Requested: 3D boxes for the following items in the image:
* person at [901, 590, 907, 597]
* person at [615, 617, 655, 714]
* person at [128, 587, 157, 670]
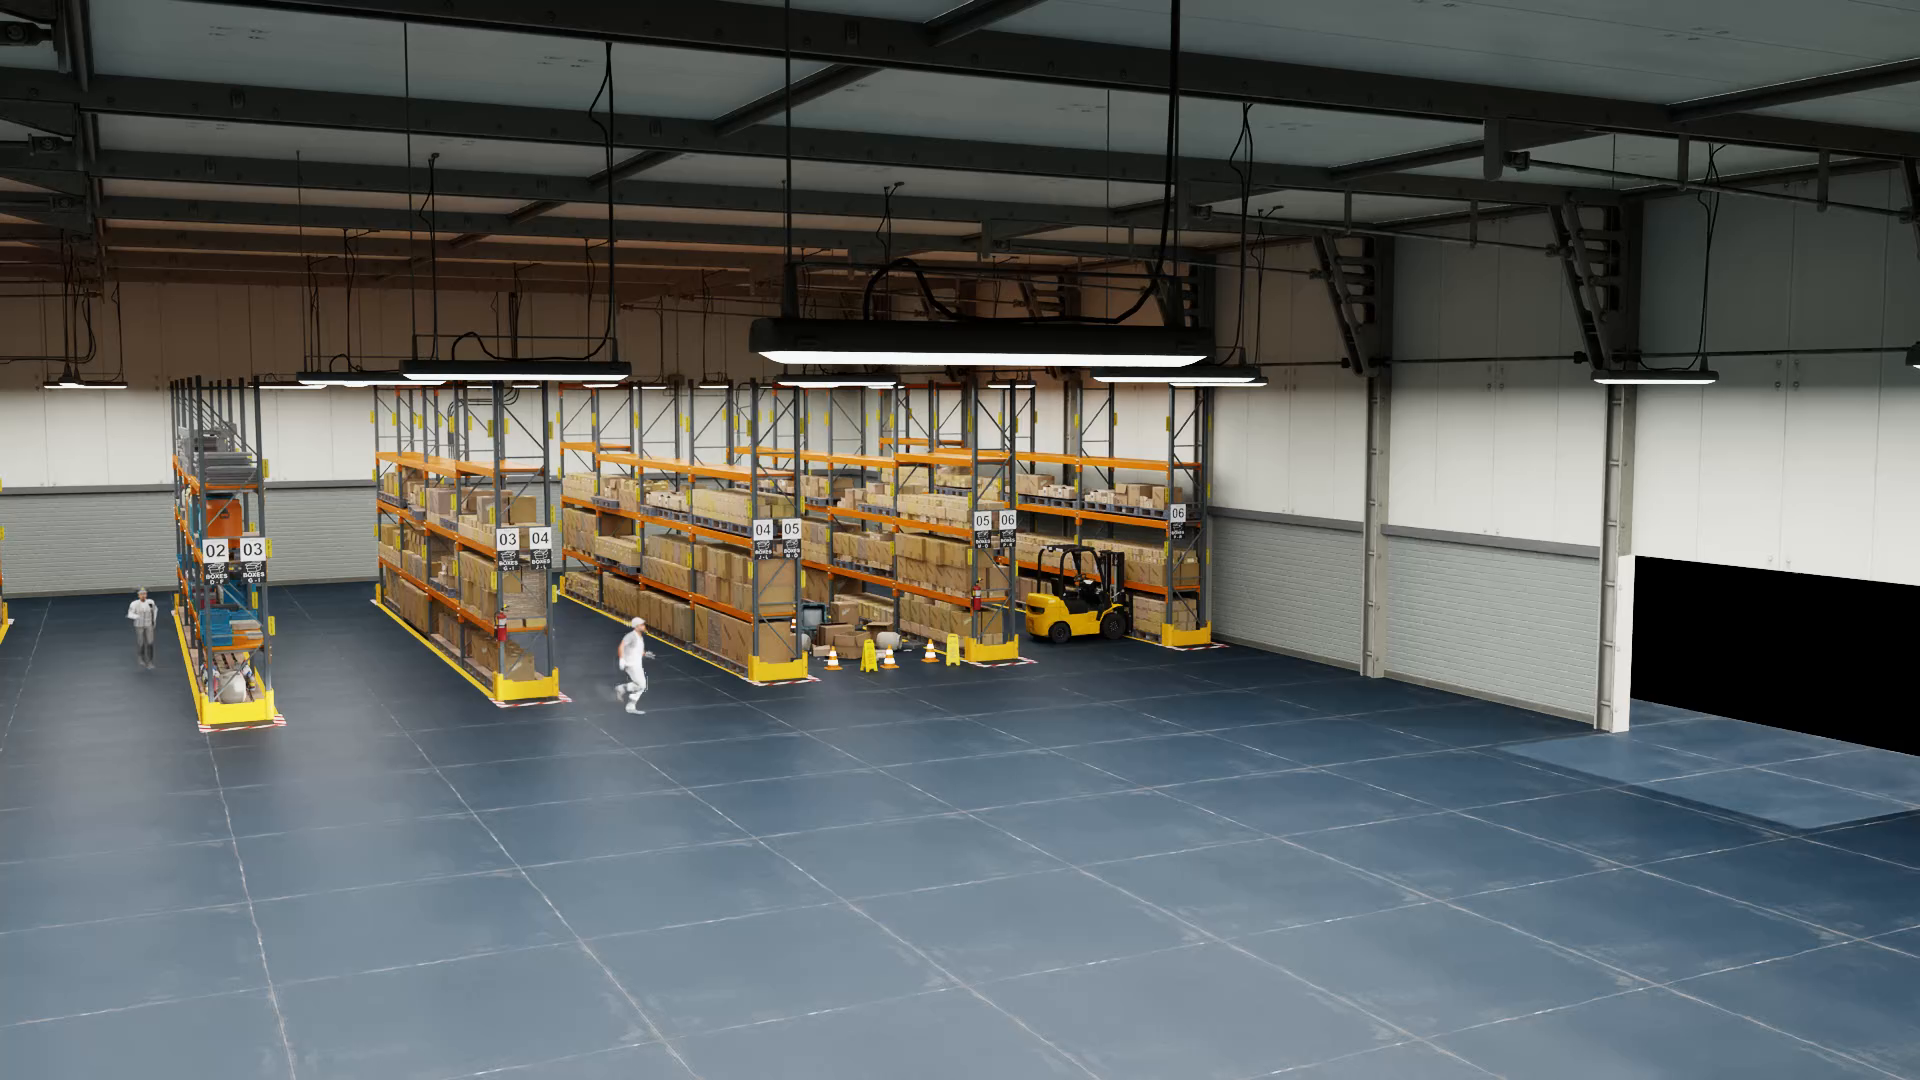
[{"bbox_3d":[-1.506,0.908,43.820,0.573,1.538,0.466,-4,6,-37],"label":"person"},{"bbox_3d":[-5.800,2.242,29.614,0.691,1.730,0.706,1,5,7],"label":"person"},{"bbox_3d":[-16.912,1.826,34.449,0.550,1.735,0.800,-3,6,-28],"label":"person"}]
